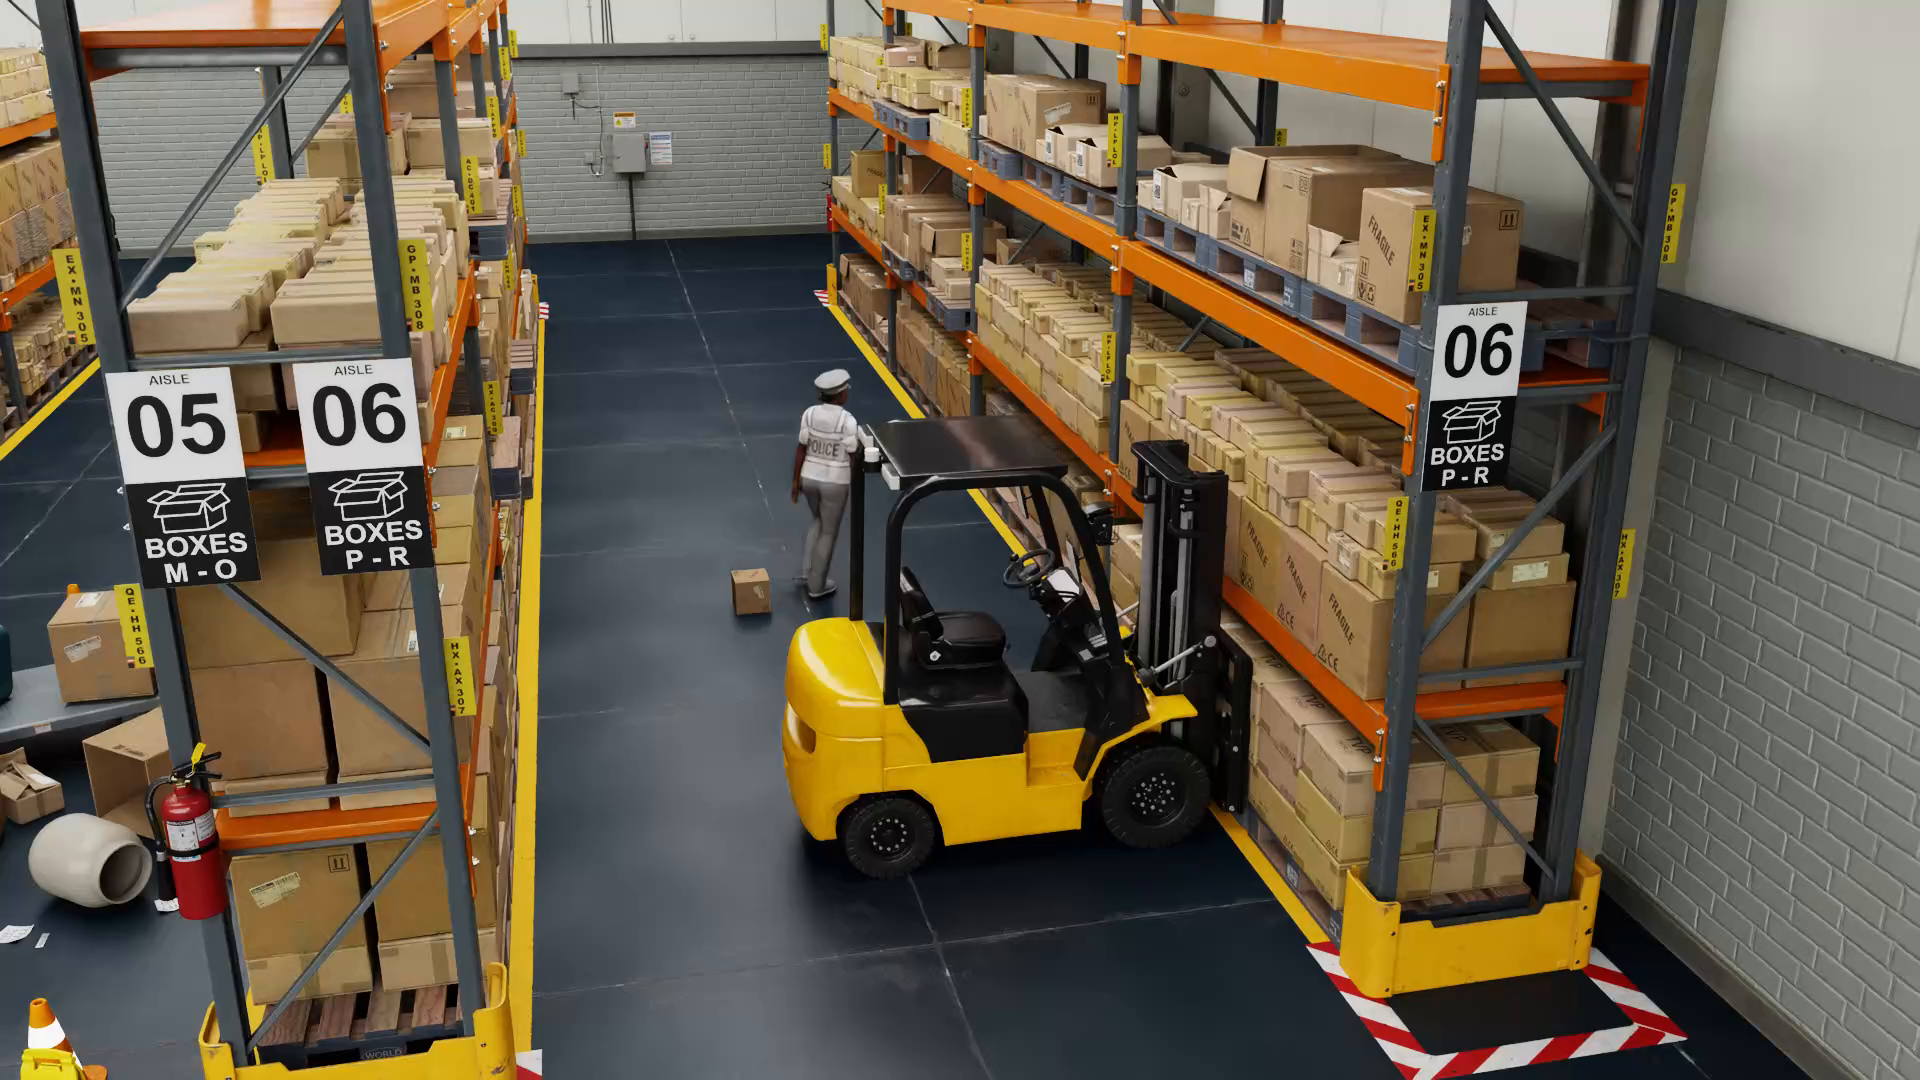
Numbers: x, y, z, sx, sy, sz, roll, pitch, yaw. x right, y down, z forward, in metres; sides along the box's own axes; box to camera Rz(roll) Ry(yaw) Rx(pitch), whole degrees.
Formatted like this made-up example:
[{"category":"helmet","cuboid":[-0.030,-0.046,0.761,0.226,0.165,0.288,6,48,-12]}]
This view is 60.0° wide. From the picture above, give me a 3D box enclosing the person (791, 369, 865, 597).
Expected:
[{"category":"person","cuboid":[-0.994,-0.414,12.167,0.580,1.675,0.452,10,22,27]}]
